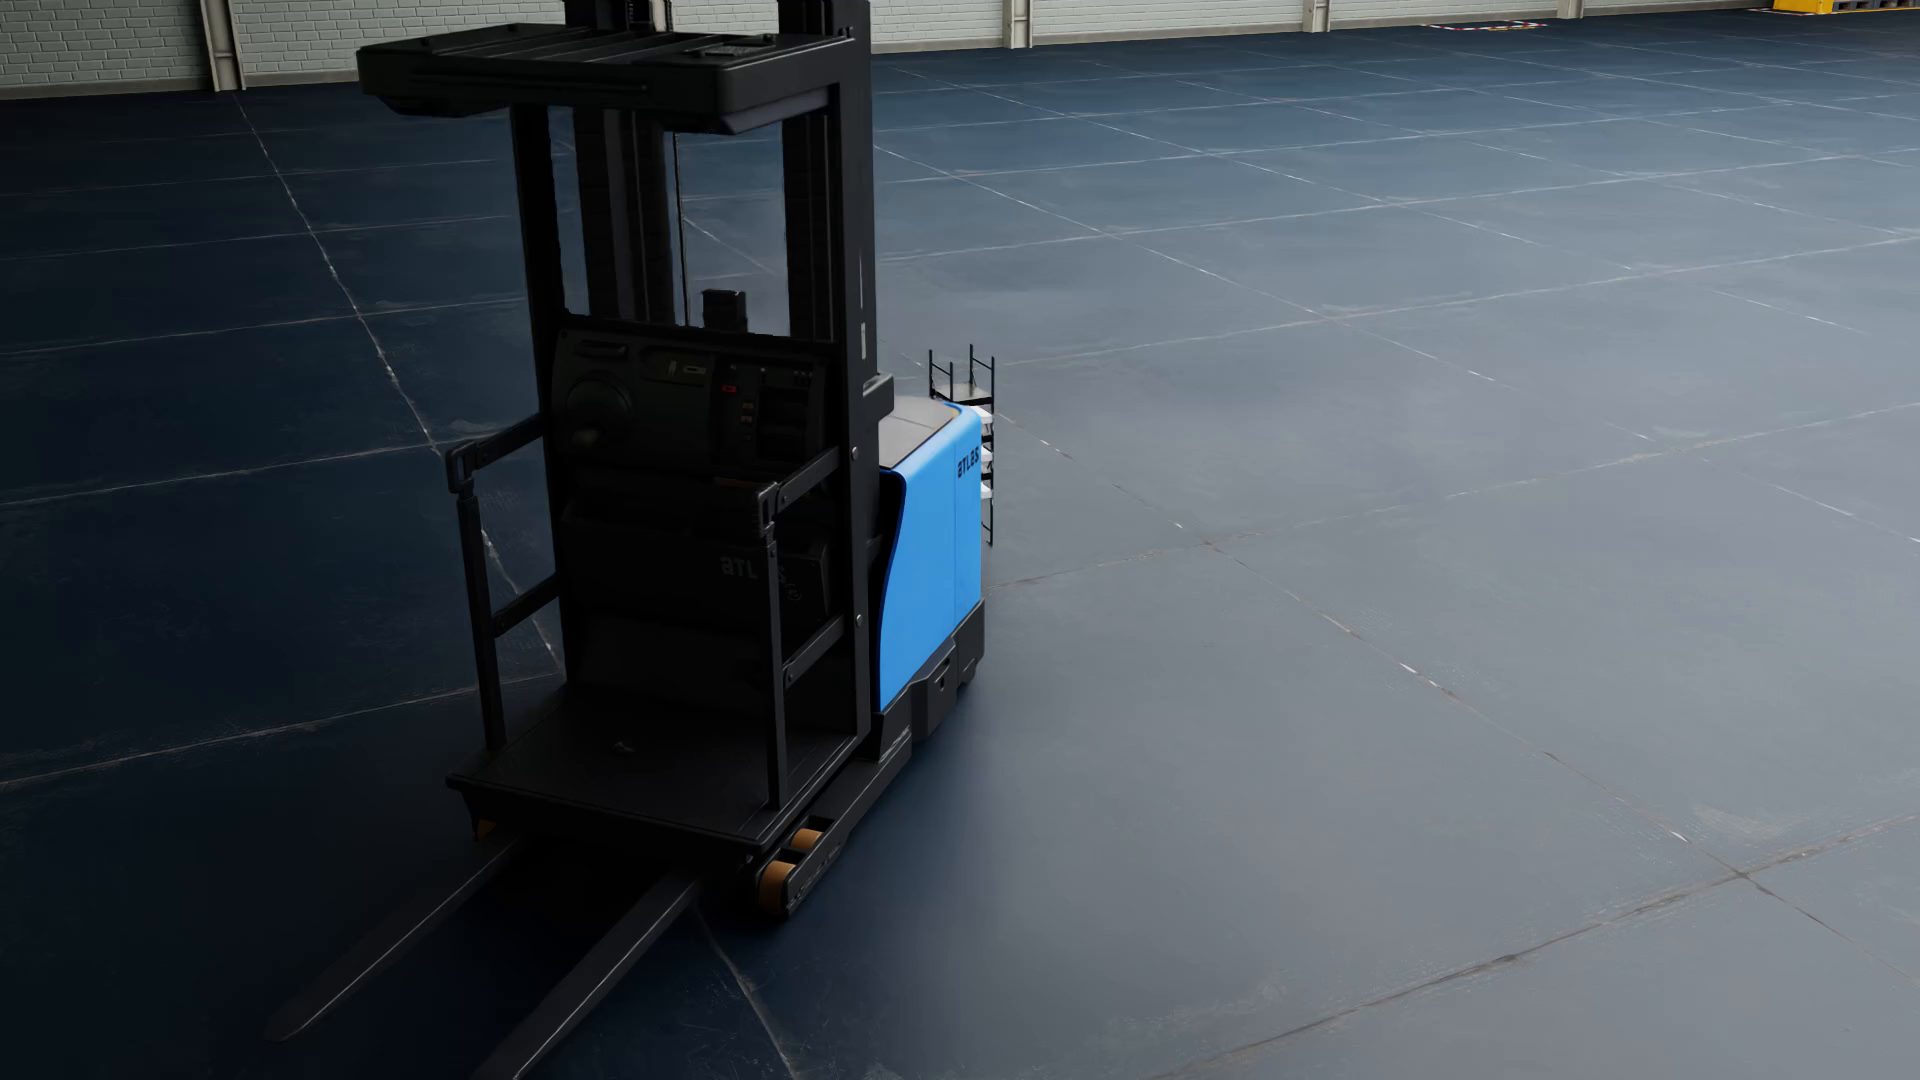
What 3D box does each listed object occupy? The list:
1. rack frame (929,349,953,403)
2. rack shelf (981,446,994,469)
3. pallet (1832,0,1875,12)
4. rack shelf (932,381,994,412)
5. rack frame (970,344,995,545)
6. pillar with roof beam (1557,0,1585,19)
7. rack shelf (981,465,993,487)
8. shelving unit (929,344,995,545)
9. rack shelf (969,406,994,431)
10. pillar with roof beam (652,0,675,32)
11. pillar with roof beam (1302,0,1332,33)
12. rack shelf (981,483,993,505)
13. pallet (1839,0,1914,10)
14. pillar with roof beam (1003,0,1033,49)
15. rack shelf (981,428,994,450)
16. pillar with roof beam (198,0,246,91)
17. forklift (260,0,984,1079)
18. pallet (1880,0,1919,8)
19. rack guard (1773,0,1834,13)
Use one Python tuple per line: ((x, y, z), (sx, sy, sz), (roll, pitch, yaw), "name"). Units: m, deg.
((-0.084, -0.400, 7.540), (0.006, 0.900, 0.240), (-10, 25, -24), "rack frame")
((0.007, -0.386, 7.594), (0.200, 0.077, 0.258), (-10, 25, -24), "rack shelf")
((17.721, -10.891, 33.785), (1.213, 0.211, 1.003), (-10, 25, -24), "pallet")
((0.007, -0.636, 7.491), (0.200, 0.077, 0.258), (-10, 25, -24), "rack shelf")
((0.099, -0.434, 7.622), (0.006, 0.900, 0.240), (-10, 25, -24), "rack frame")
((13.621, -12.752, 26.790), (0.400, 9.000, 9.100), (-10, 25, -24), "pillar with roof beam")
((0.007, -0.303, 7.628), (0.200, 0.077, 0.258), (-10, 25, -24), "rack shelf")
((0.007, -0.417, 7.581), (0.210, 0.900, 0.258), (-10, 25, -24), "shelving unit")
((0.007, -0.553, 7.525), (0.200, 0.077, 0.258), (-10, 25, -24), "rack shelf")
((-2.598, -9.766, 19.577), (0.400, 9.000, 9.100), (-10, 25, -24), "pillar with roof beam")
((8.215, -11.756, 24.385), (0.400, 9.000, 9.100), (-10, 25, -24), "pillar with roof beam")
((0.007, -0.220, 7.663), (0.200, 0.077, 0.258), (-10, 25, -24), "rack shelf")
((18.818, -11.092, 34.270), (1.213, 0.211, 1.003), (-10, 25, -24), "pallet")
((2.808, -10.761, 21.981), (0.400, 9.000, 9.100), (-10, 25, -24), "pillar with roof beam")
((0.007, -0.469, 7.559), (0.200, 0.077, 0.258), (-10, 25, -24), "rack shelf")
((-8.004, -8.771, 17.172), (0.400, 9.000, 9.100), (-10, 25, -24), "pillar with roof beam")
((-0.904, -0.399, 4.882), (1.130, 2.935, 3.031), (8, 24, 19), "forklift")
((19.919, -11.296, 34.763), (1.213, 0.211, 1.003), (-10, 25, -24), "pallet")
((16.973, -10.902, 33.434), (0.348, 0.500, 1.175), (-10, 25, -24), "rack guard")
